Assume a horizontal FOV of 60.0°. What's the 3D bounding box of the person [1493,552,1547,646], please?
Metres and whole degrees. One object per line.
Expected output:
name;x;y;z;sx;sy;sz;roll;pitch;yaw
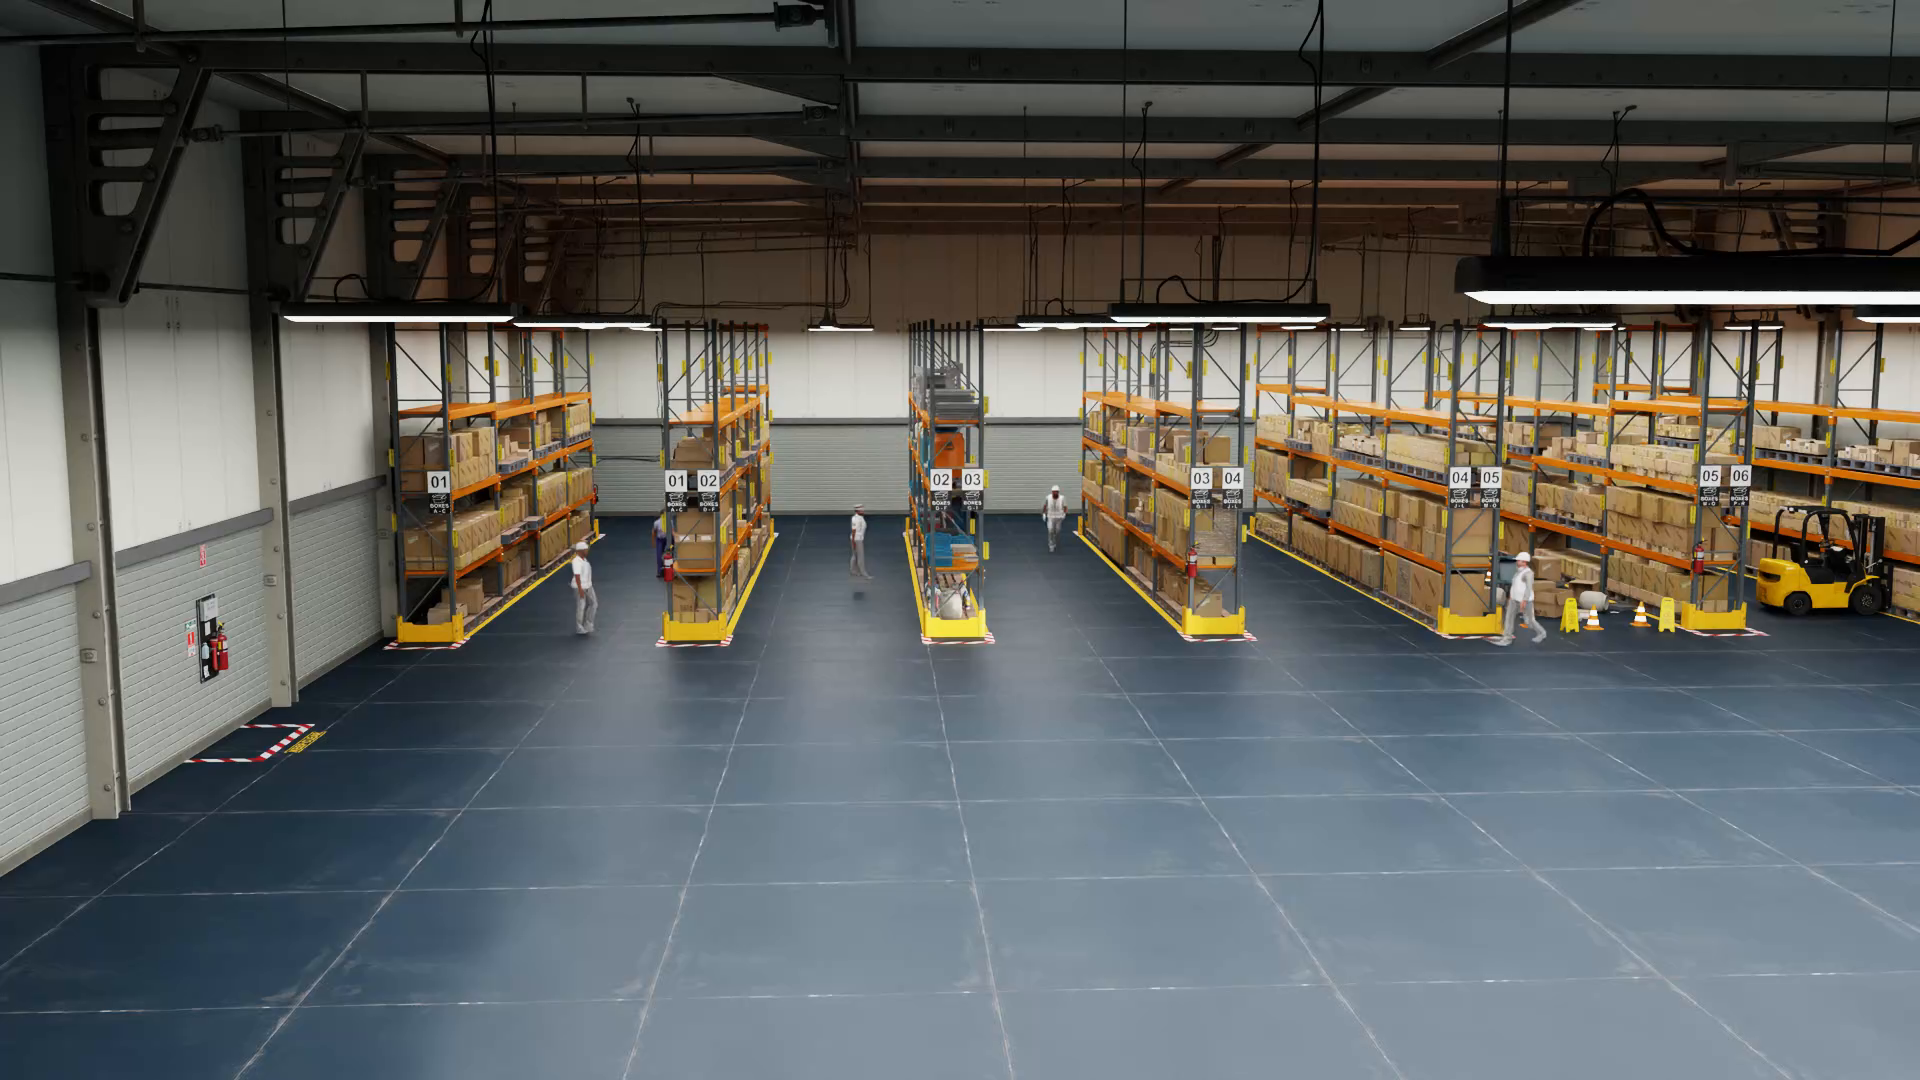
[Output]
person;10.358;1.092;30.570;0.981;1.750;0.510;-3;8;-26

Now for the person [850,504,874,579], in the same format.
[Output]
person;-2.186;0.023;37.084;0.561;1.664;0.489;0;7;3

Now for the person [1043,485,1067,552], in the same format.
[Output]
person;2.534;-0.562;44.213;0.622;1.803;0.872;0;7;-1

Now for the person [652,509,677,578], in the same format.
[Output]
person;-6.995;0.062;39.397;0.592;1.599;0.981;-1;7;-5

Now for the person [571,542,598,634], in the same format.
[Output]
person;-7.248;0.944;31.915;0.511;1.817;0.565;4;8;29
